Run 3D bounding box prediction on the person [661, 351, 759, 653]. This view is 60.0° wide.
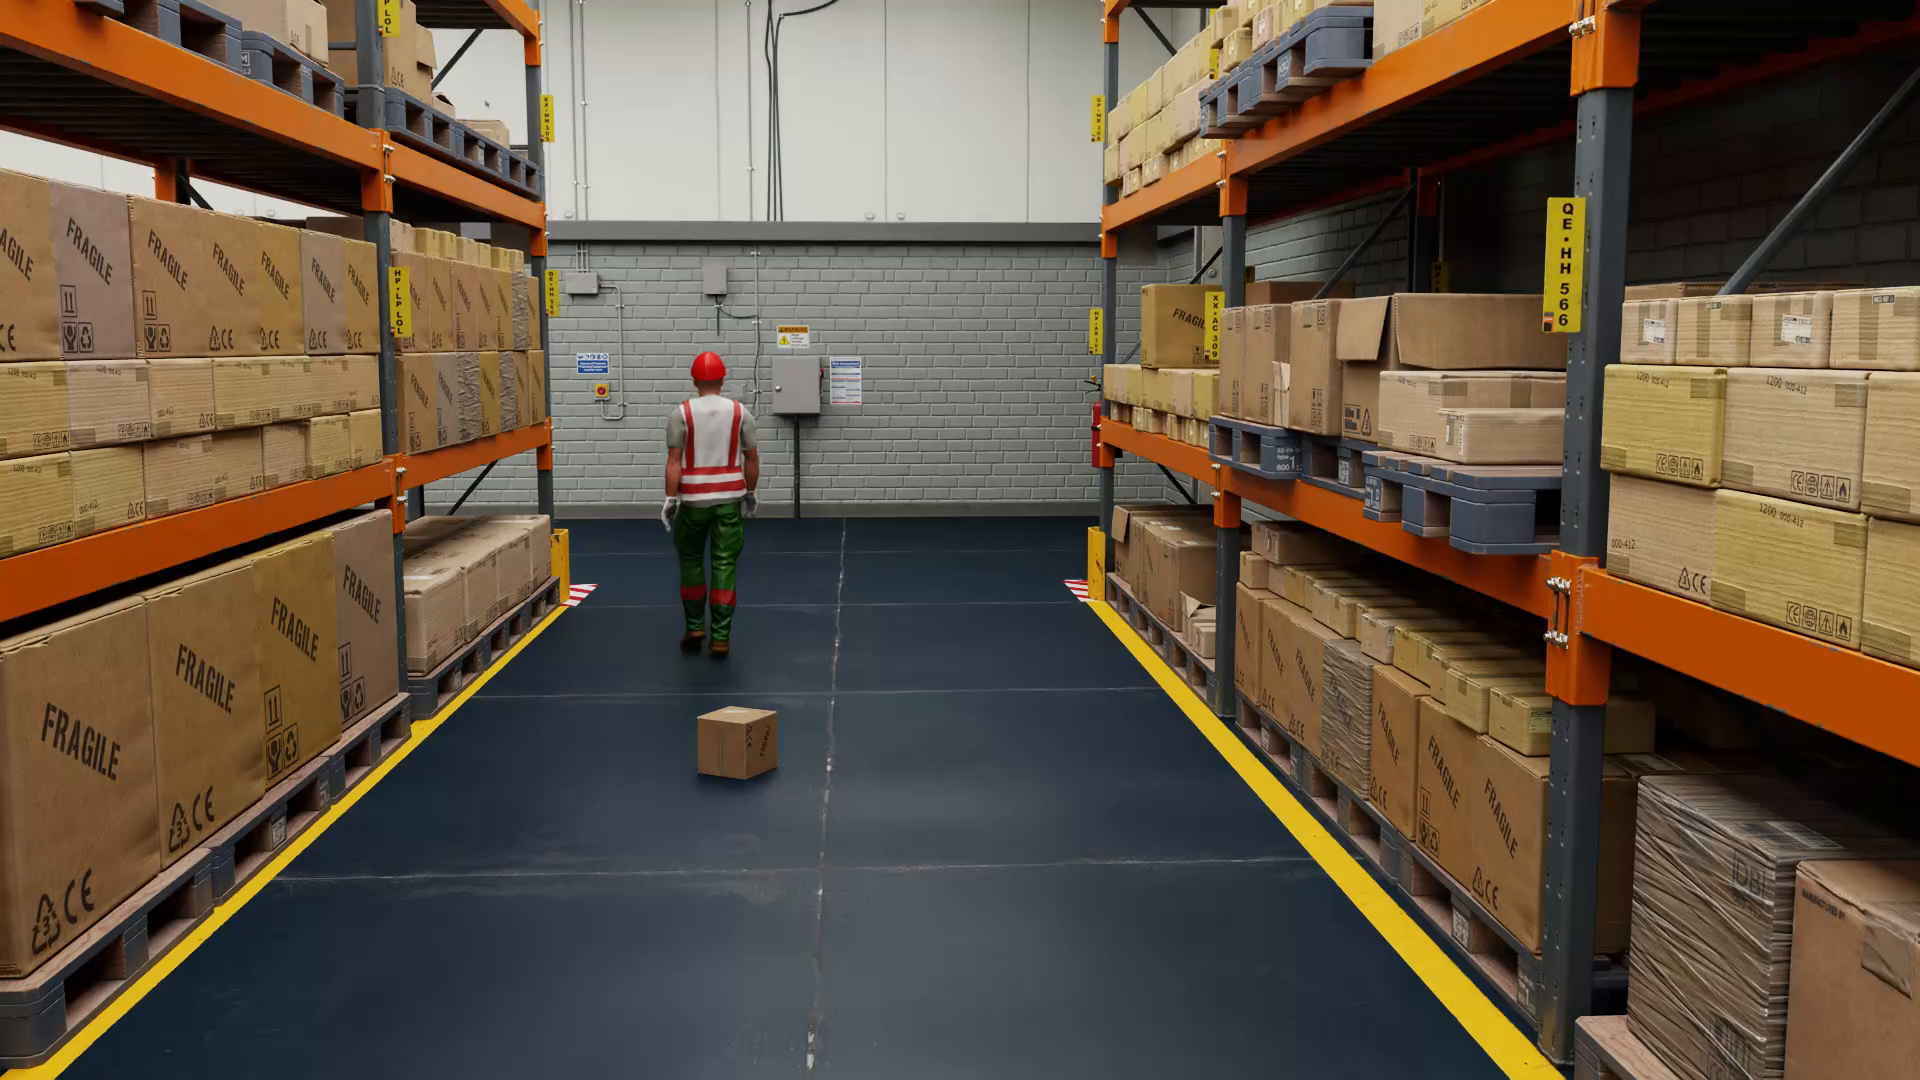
[{"bbox_3d":[-1.499,-0.211,9.968,0.591,1.833,0.704,-1,7,-12],"label":"person"}]
